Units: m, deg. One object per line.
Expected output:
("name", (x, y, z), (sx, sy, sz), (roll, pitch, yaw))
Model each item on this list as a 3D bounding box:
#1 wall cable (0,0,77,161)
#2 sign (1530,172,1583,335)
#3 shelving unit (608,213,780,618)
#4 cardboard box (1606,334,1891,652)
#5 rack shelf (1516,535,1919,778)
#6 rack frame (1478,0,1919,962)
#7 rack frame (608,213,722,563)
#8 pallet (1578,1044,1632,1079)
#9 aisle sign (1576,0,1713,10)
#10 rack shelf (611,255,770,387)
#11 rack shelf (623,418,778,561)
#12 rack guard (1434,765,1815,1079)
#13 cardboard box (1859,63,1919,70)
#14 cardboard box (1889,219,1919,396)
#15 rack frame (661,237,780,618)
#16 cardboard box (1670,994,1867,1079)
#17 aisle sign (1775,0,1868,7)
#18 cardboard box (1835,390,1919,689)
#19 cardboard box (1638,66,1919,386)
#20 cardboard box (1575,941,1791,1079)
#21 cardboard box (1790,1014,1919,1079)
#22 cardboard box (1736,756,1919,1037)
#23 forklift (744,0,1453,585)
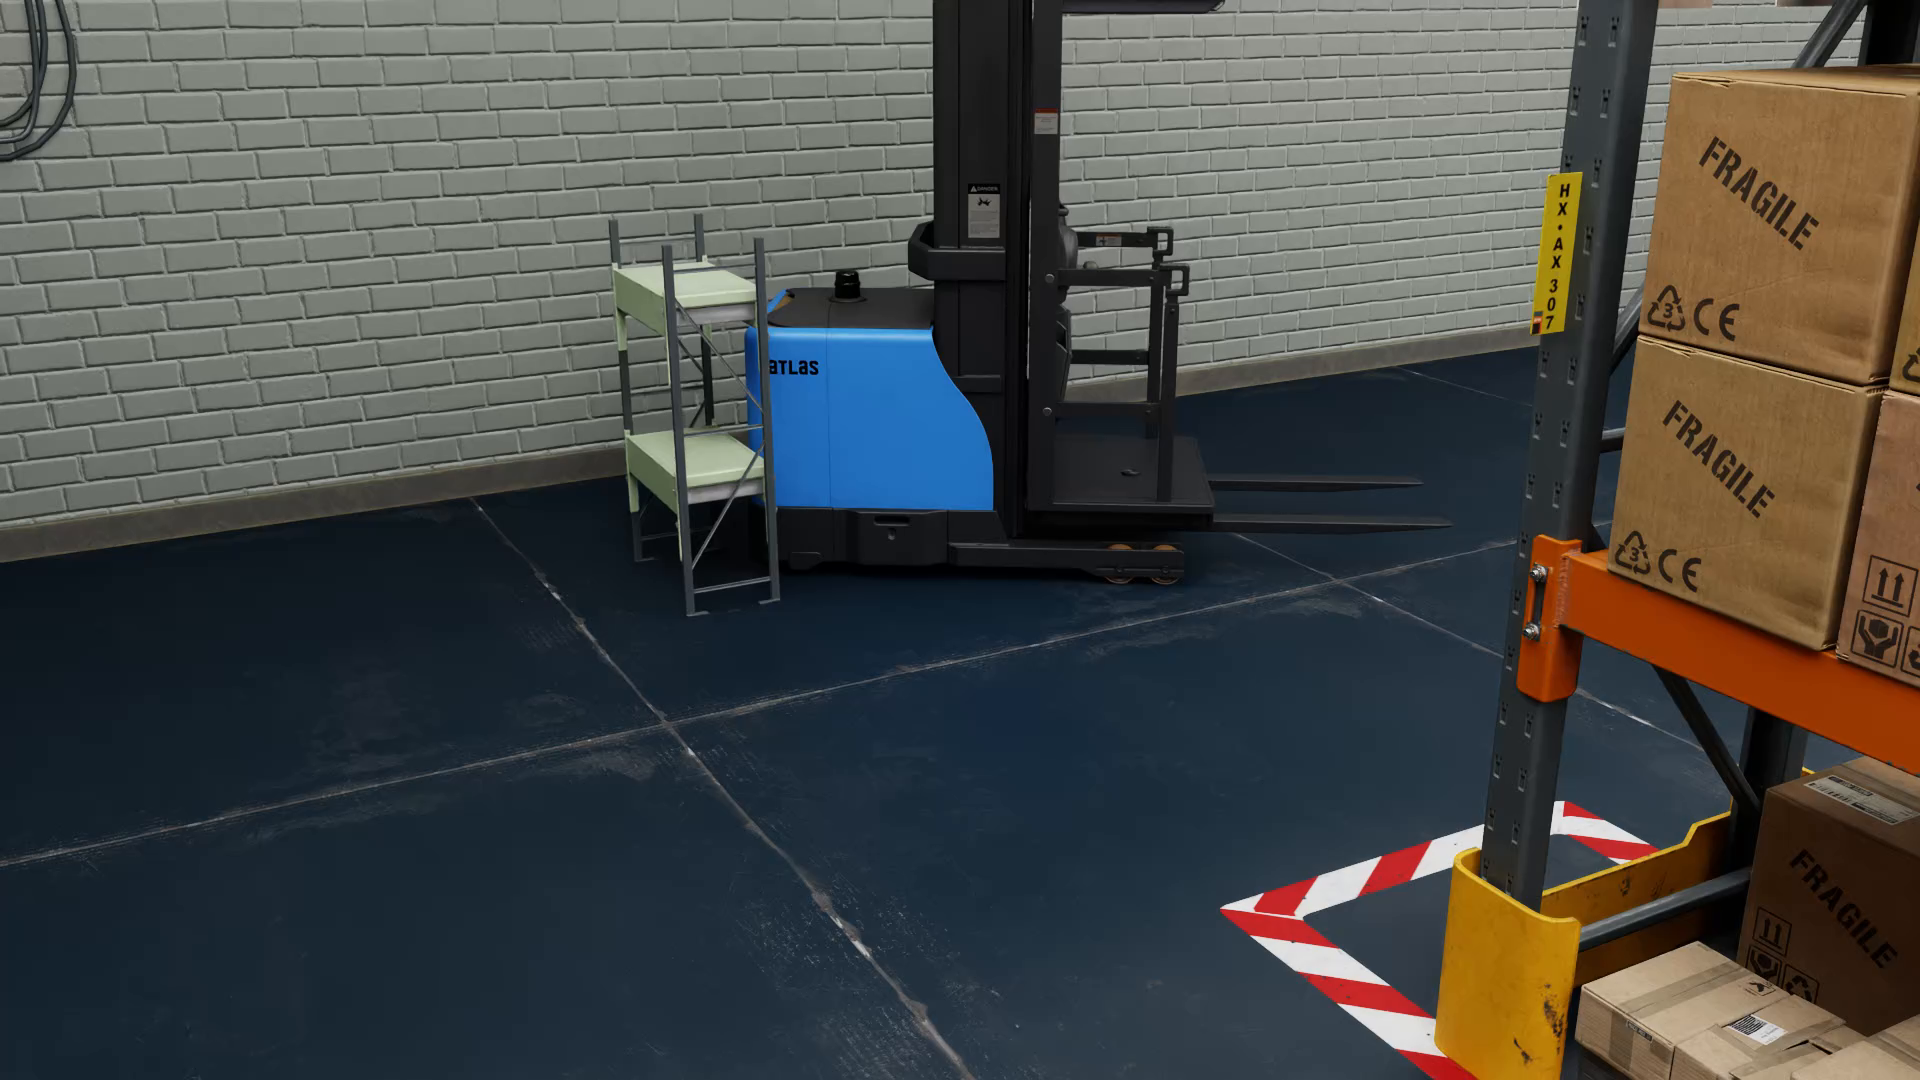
("wall cable", (-5.032, -2.537, 5.948), (3.097, 2.526, 0.112), (-10, 21, -27))
("sign", (1.220, -0.583, 3.396), (0.100, 0.325, 0.005), (-10, 21, -27))
("shelving unit", (-1.098, -0.534, 6.873), (0.431, 1.500, 0.755), (-10, 21, -25))
("cardboard box", (1.676, -0.137, 3.277), (0.500, 0.500, 0.500), (-9, 21, -26))
("rack shelf", (2.647, 0.656, 2.234), (1.077, 0.370, 4.000), (-10, 21, -27))
("rack frame", (1.697, -0.258, 3.781), (1.000, 3.000, 0.127), (-10, 21, -27))
("rack frame", (-1.263, -0.640, 7.182), (0.400, 1.500, 0.023), (-10, 21, -25))
("pallet", (2.113, 1.311, 3.510), (1.003, 0.211, 1.213), (-10, 21, -27))
("aisle sign", (1.406, -1.461, 3.282), (0.394, 0.787, 0.004), (-10, 21, -27))
("rack shelf", (-1.101, -0.902, 6.745), (0.431, 0.370, 0.720), (-10, 21, -25))
("rack shelf", (-1.096, -0.226, 6.981), (0.431, 0.370, 0.720), (-10, 21, -25))
("rack guard", (1.733, 0.945, 4.125), (1.175, 0.500, 0.348), (-10, 21, -27))
("cardboard box", (2.150, -0.693, 3.355), (0.500, 0.500, 0.500), (-10, 22, -27))
("cardboard box", (1.931, -0.461, 2.683), (0.500, 0.500, 0.500), (-10, 21, -26))
("rack frame", (-0.933, -0.427, 6.564), (0.400, 1.500, 0.023), (-10, 21, -25))
("cardboard box", (1.712, 1.118, 3.461), (0.380, 0.166, 0.250), (-10, 21, -27))
("aisle sign", (1.934, -1.554, 3.551), (0.394, 0.787, 0.004), (-10, 21, -27))
("cardboard box", (1.925, 0.010, 2.850), (0.500, 0.500, 0.500), (-10, 22, -27))
("cardboard box", (1.676, -0.610, 3.114), (0.500, 0.500, 0.500), (-9, 21, -25))
("cardboard box", (1.594, 1.055, 3.672), (0.380, 0.149, 0.250), (-10, 21, -27))
("cardboard box", (1.943, 1.177, 3.162), (0.500, 0.250, 0.500), (-10, 21, -27))
("cardboard box", (2.172, 0.833, 3.775), (0.500, 0.500, 0.500), (-10, 21, -27))
("forklift", (0.622, -1.374, 7.120), (3.031, 2.935, 1.130), (1, 19, 3))
